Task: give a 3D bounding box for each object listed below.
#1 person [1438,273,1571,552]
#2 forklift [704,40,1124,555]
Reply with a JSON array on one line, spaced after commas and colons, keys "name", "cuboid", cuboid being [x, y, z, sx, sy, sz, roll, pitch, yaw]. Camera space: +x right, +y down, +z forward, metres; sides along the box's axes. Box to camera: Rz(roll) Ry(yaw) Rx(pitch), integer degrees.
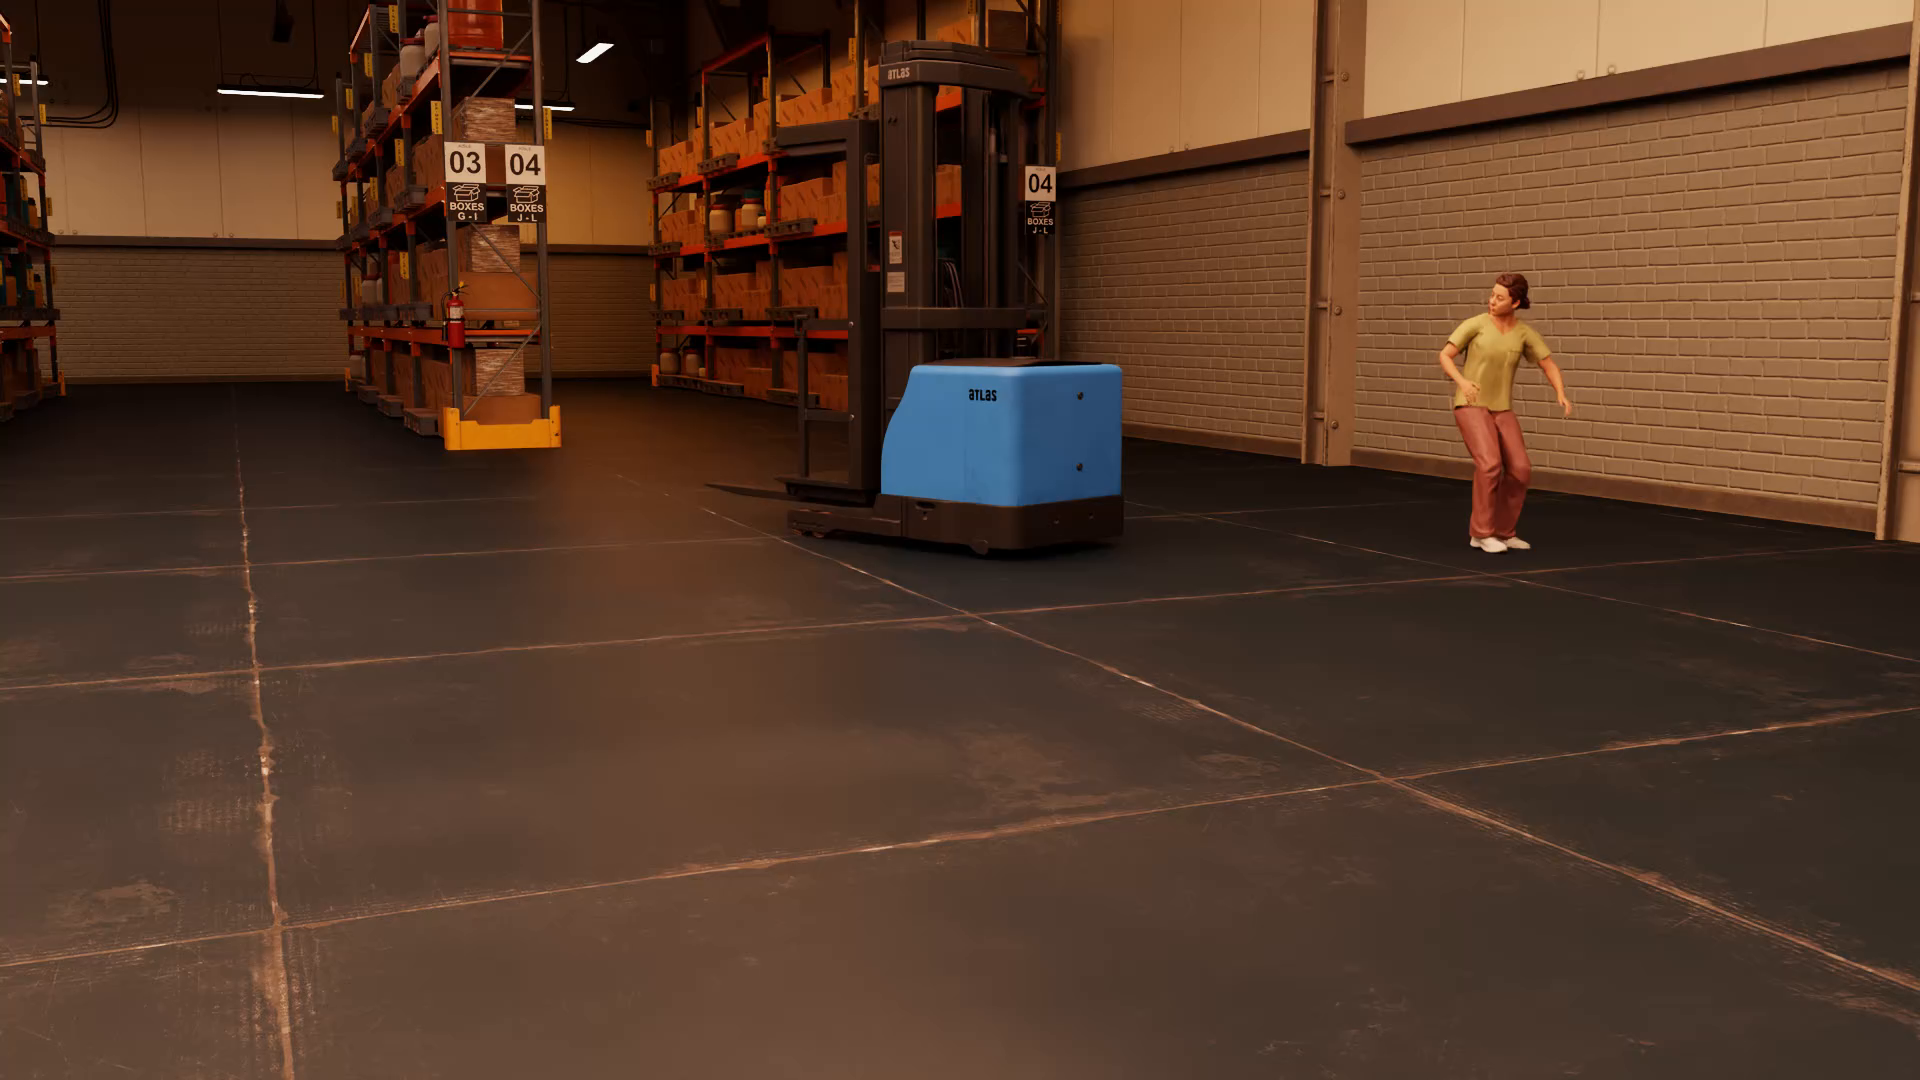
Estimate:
[{"name": "person", "cuboid": [3.153, -0.728, 9.658, 0.693, 1.621, 0.518, -1, 8, -11]}, {"name": "forklift", "cuboid": [-0.436, -1.509, 10.383, 3.031, 2.935, 1.130, 7, 10, 44]}]
